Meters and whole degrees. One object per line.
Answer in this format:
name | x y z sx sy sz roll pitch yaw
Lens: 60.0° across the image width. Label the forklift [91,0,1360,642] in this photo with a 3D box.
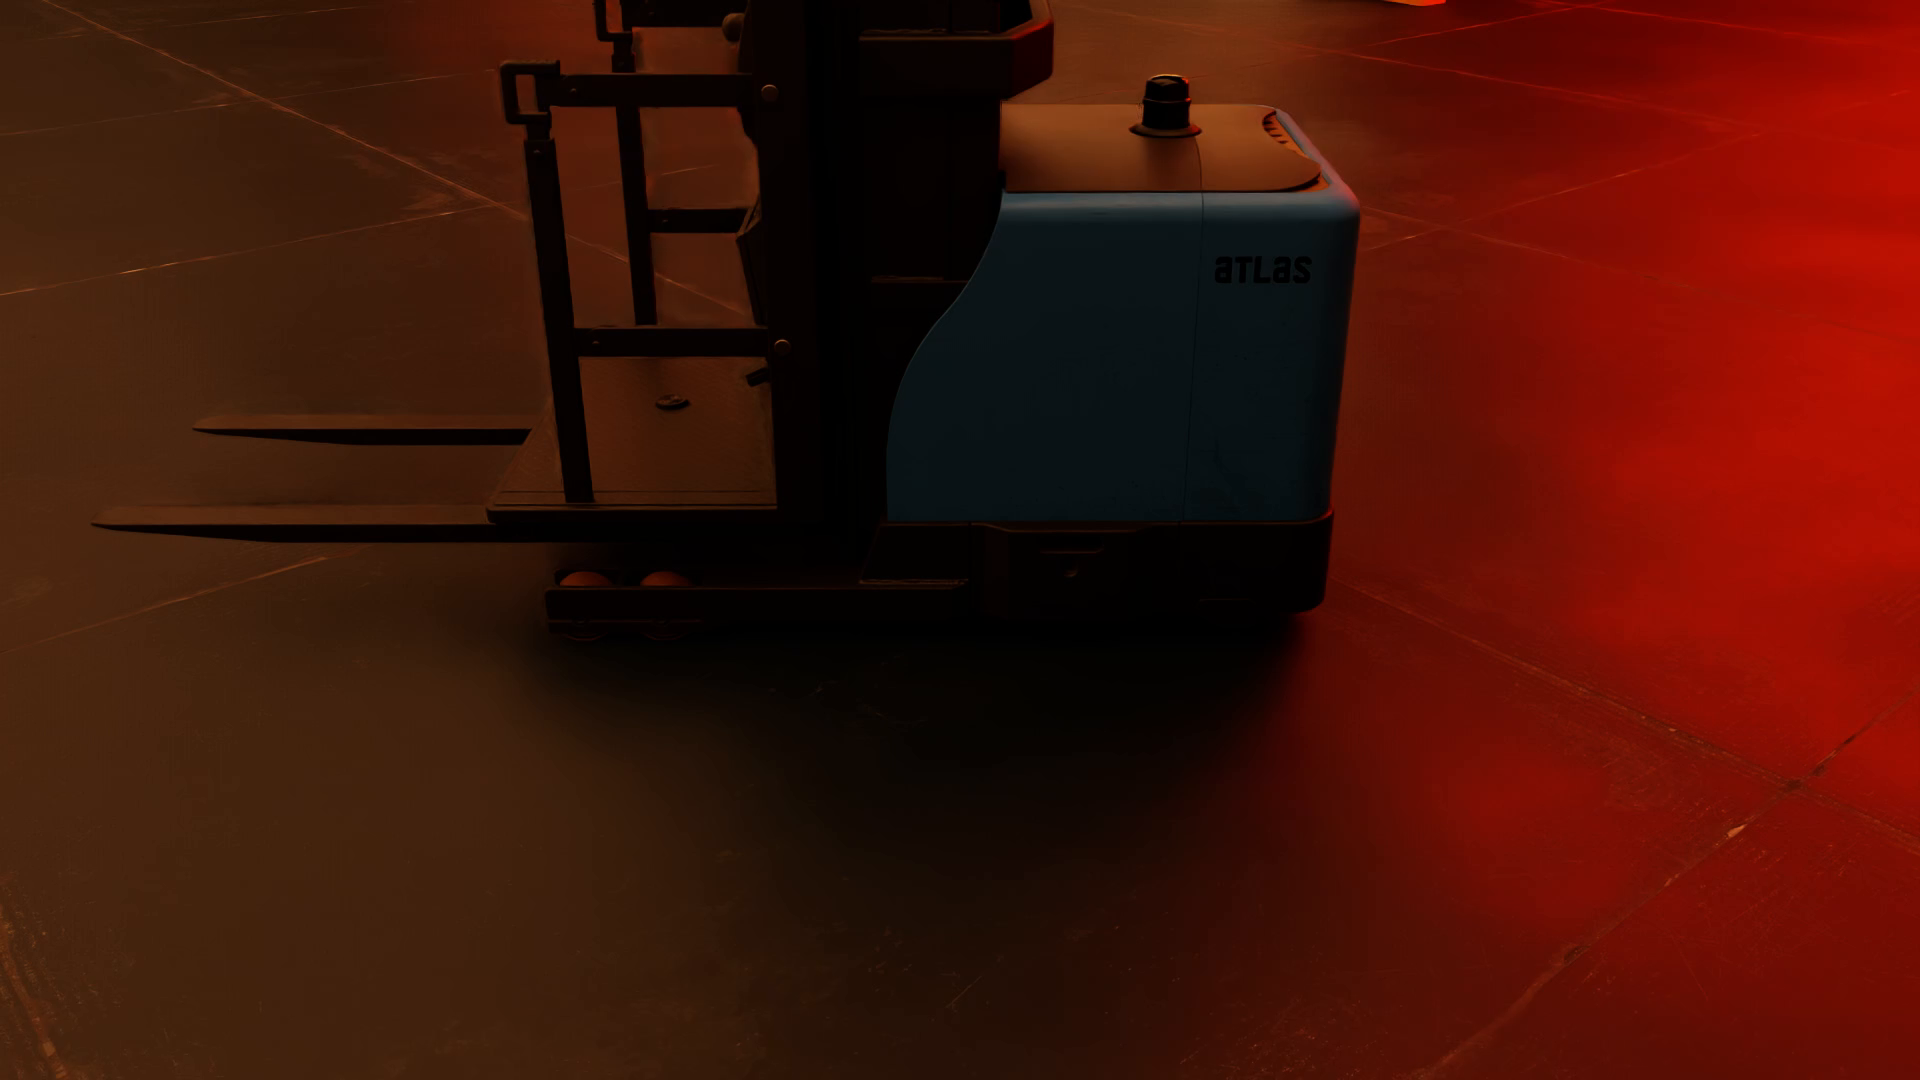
forklift | -0.624 -1.304 3.831 3.031 2.935 1.130 0 26 0
